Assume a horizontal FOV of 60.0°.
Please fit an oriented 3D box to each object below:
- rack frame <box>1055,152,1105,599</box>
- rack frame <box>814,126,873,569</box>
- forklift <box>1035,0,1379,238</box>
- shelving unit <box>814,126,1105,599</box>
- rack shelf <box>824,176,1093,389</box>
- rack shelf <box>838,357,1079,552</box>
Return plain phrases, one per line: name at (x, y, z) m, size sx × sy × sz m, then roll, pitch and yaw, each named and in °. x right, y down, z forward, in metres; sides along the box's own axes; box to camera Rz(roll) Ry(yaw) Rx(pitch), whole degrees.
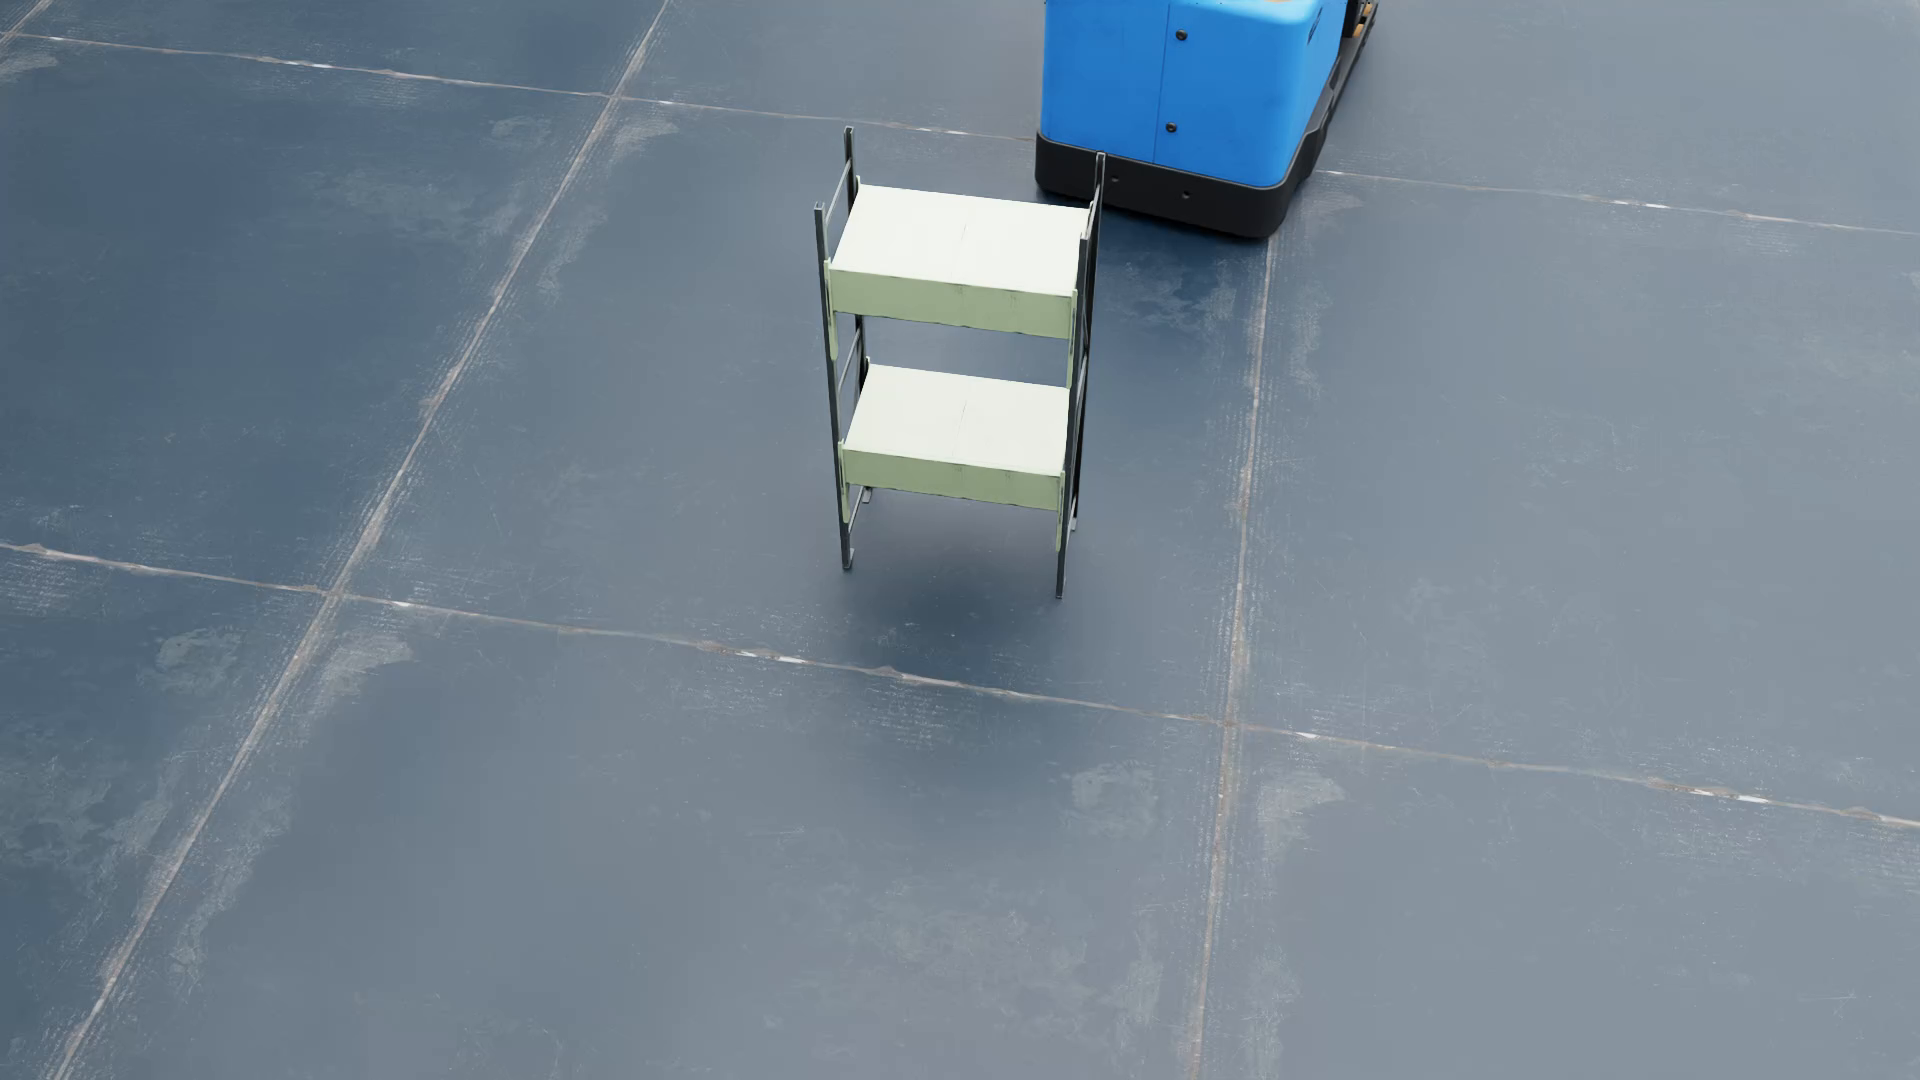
rack frame at (0.367, -0.452, 5.148) m, size 0.023 × 1.500 × 0.400 m, roll 8°, pitch 49°, yaw 7°
rack frame at (-0.354, -0.549, 5.235) m, size 0.023 × 1.500 × 0.400 m, roll 8°, pitch 49°, yaw 7°
forklift at (1.328, -3.326, 6.768) m, size 1.130 × 2.935 × 3.031 m, roll 16°, pitch 50°, yaw 14°
shelving unit at (0.007, -0.500, 5.191) m, size 0.755 × 1.500 × 0.431 m, roll 8°, pitch 49°, yaw 7°
rack shelf at (0.007, -0.761, 4.901) m, size 0.720 × 0.370 × 0.431 m, roll 8°, pitch 49°, yaw 7°
rack shelf at (0.007, -0.283, 5.434) m, size 0.720 × 0.370 × 0.431 m, roll 8°, pitch 49°, yaw 7°
